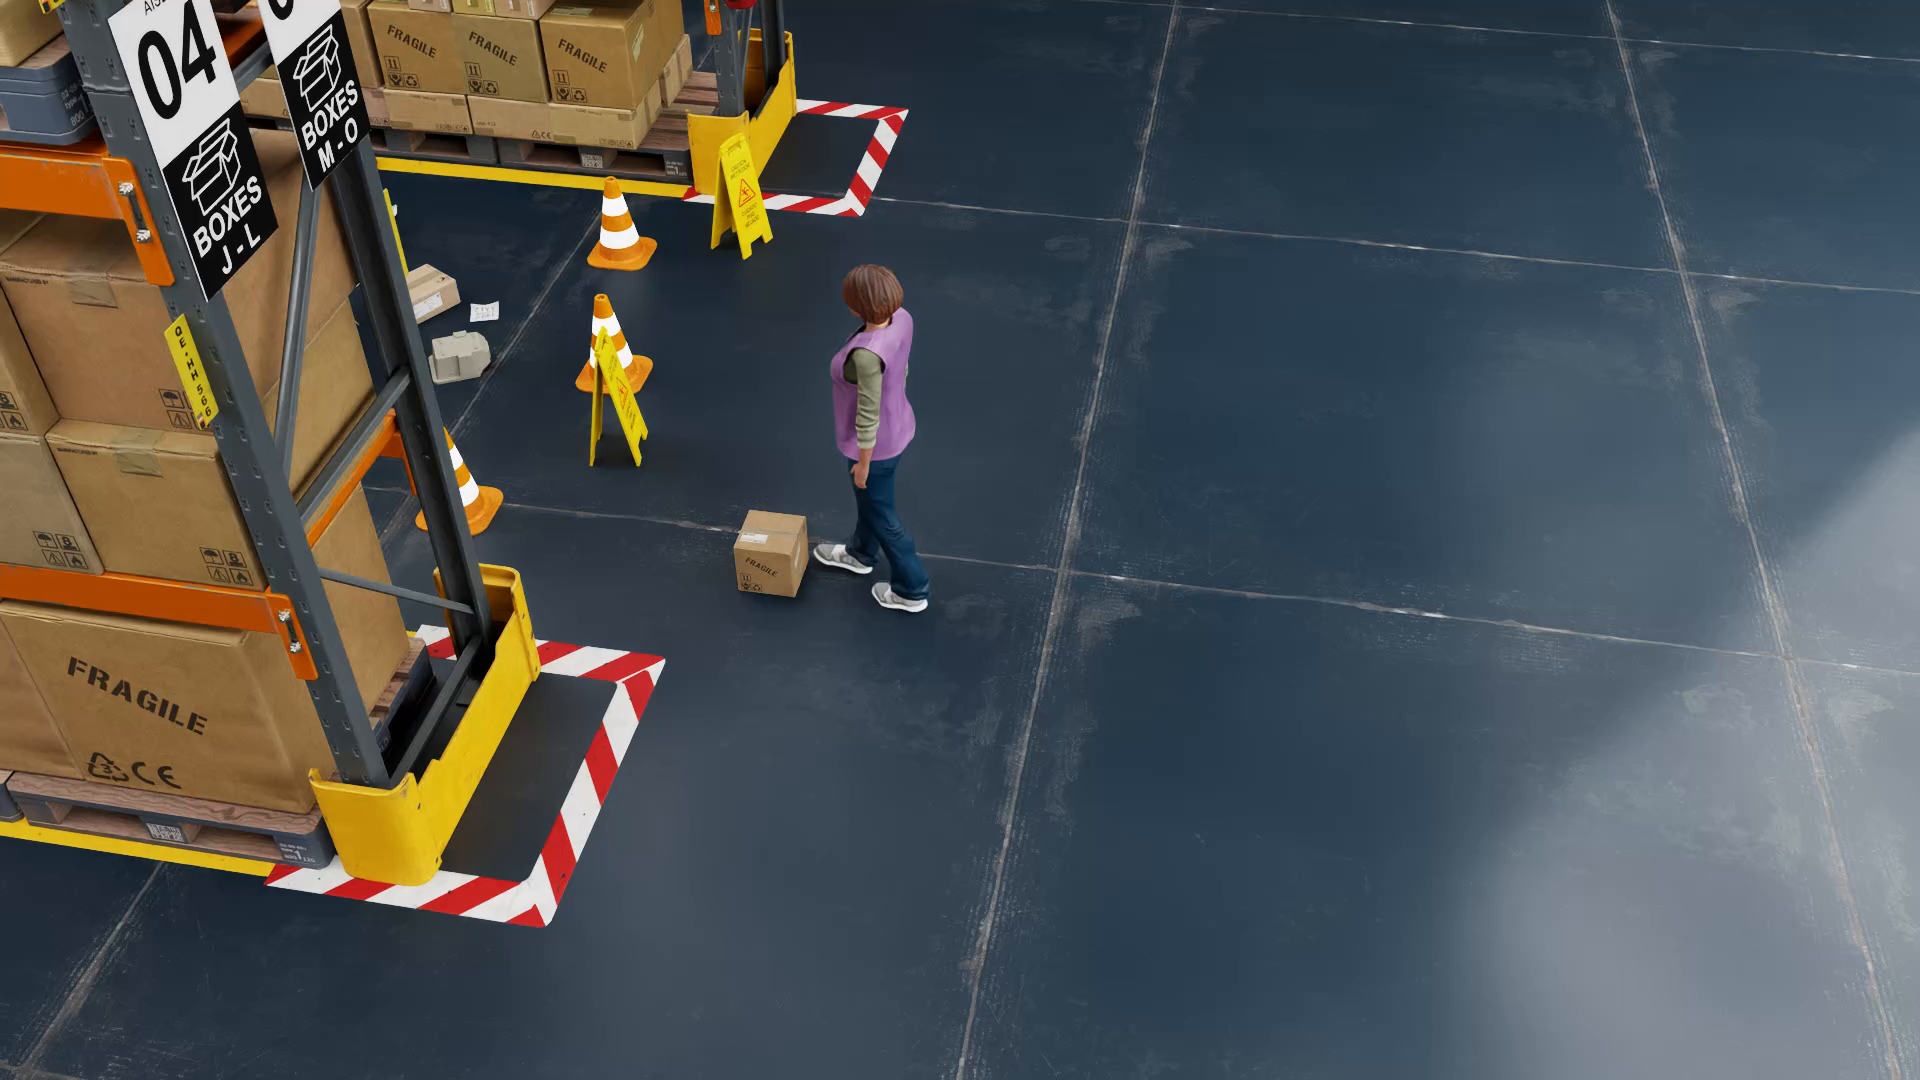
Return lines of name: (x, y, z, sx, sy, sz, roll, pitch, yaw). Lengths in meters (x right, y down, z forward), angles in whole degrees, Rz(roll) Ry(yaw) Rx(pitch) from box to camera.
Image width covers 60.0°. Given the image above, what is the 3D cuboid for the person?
person: (-0.380, -0.411, 6.626, 0.583, 1.603, 0.428, 13, 43, 15)
